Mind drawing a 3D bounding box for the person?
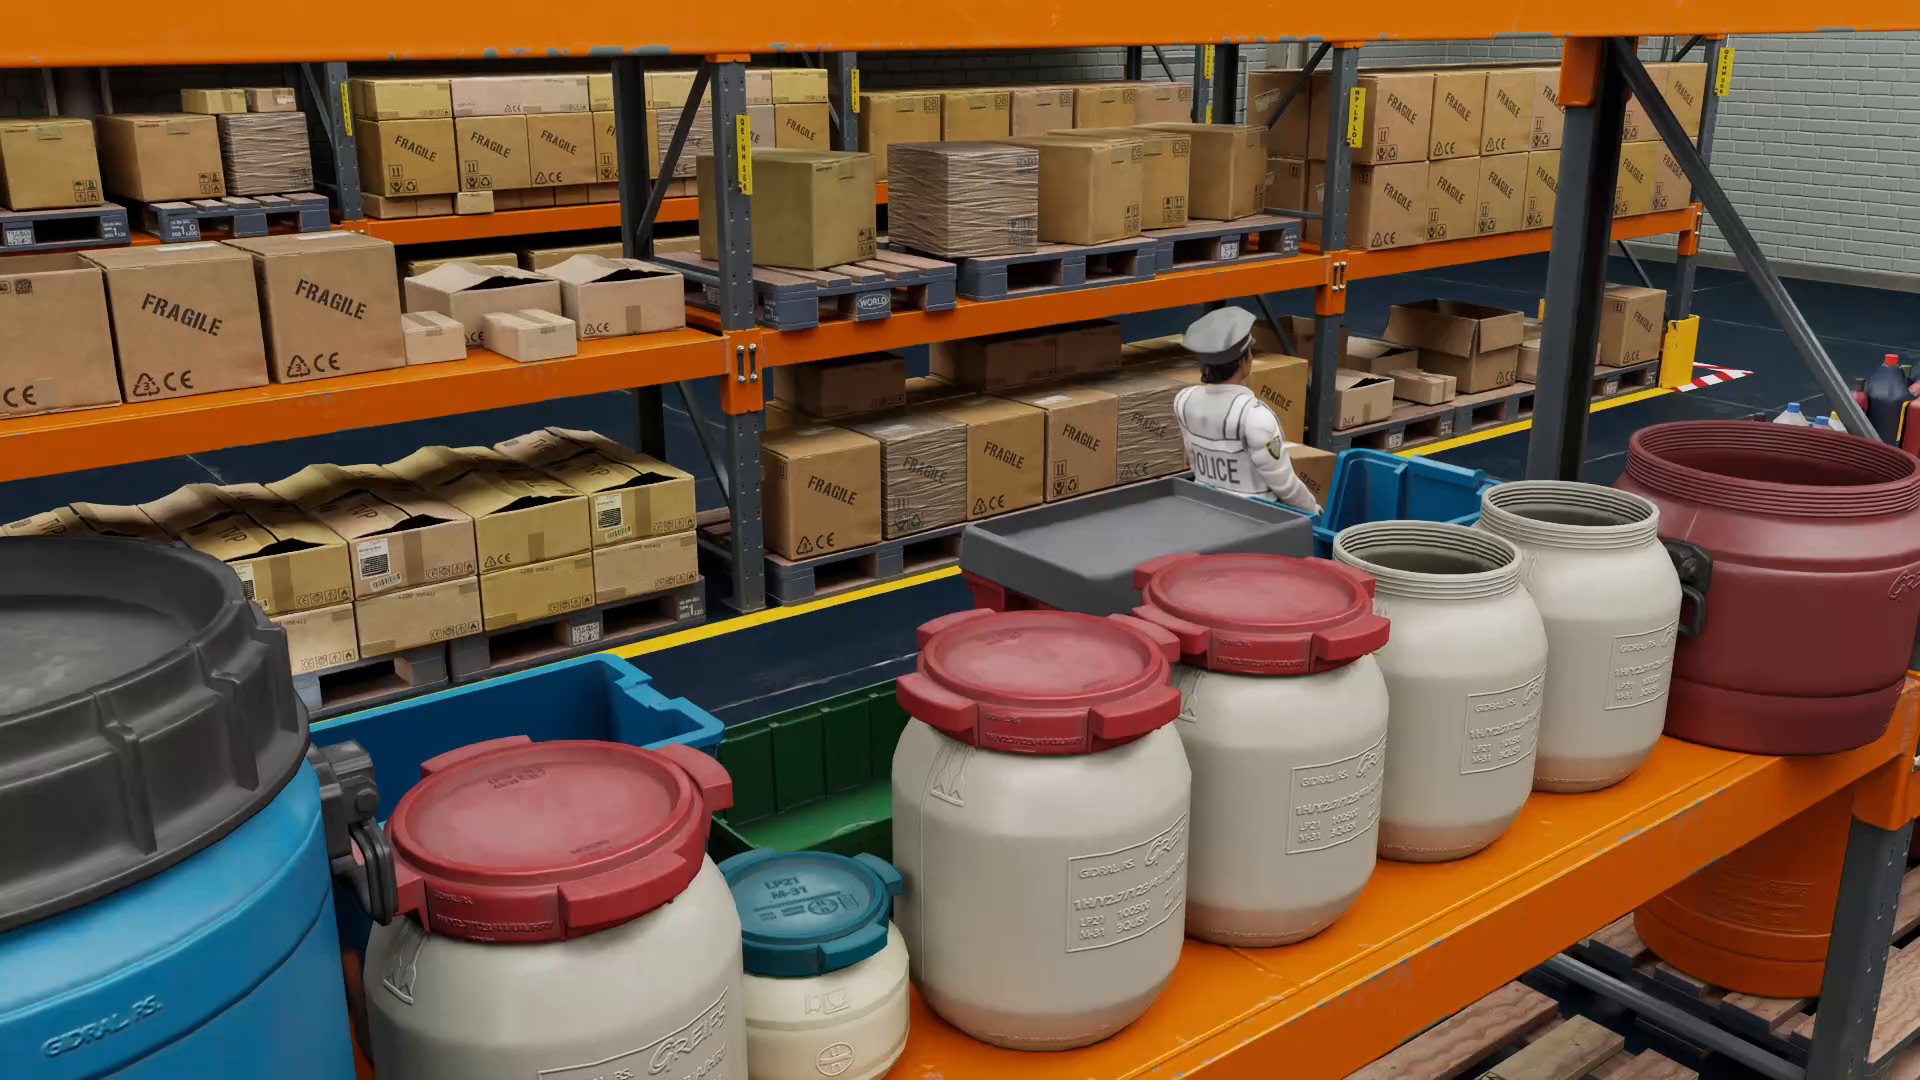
[{"bbox_3d":[1.034,-0.020,6.071,0.556,1.687,0.460,-14,22,-36],"label":"person"}]
